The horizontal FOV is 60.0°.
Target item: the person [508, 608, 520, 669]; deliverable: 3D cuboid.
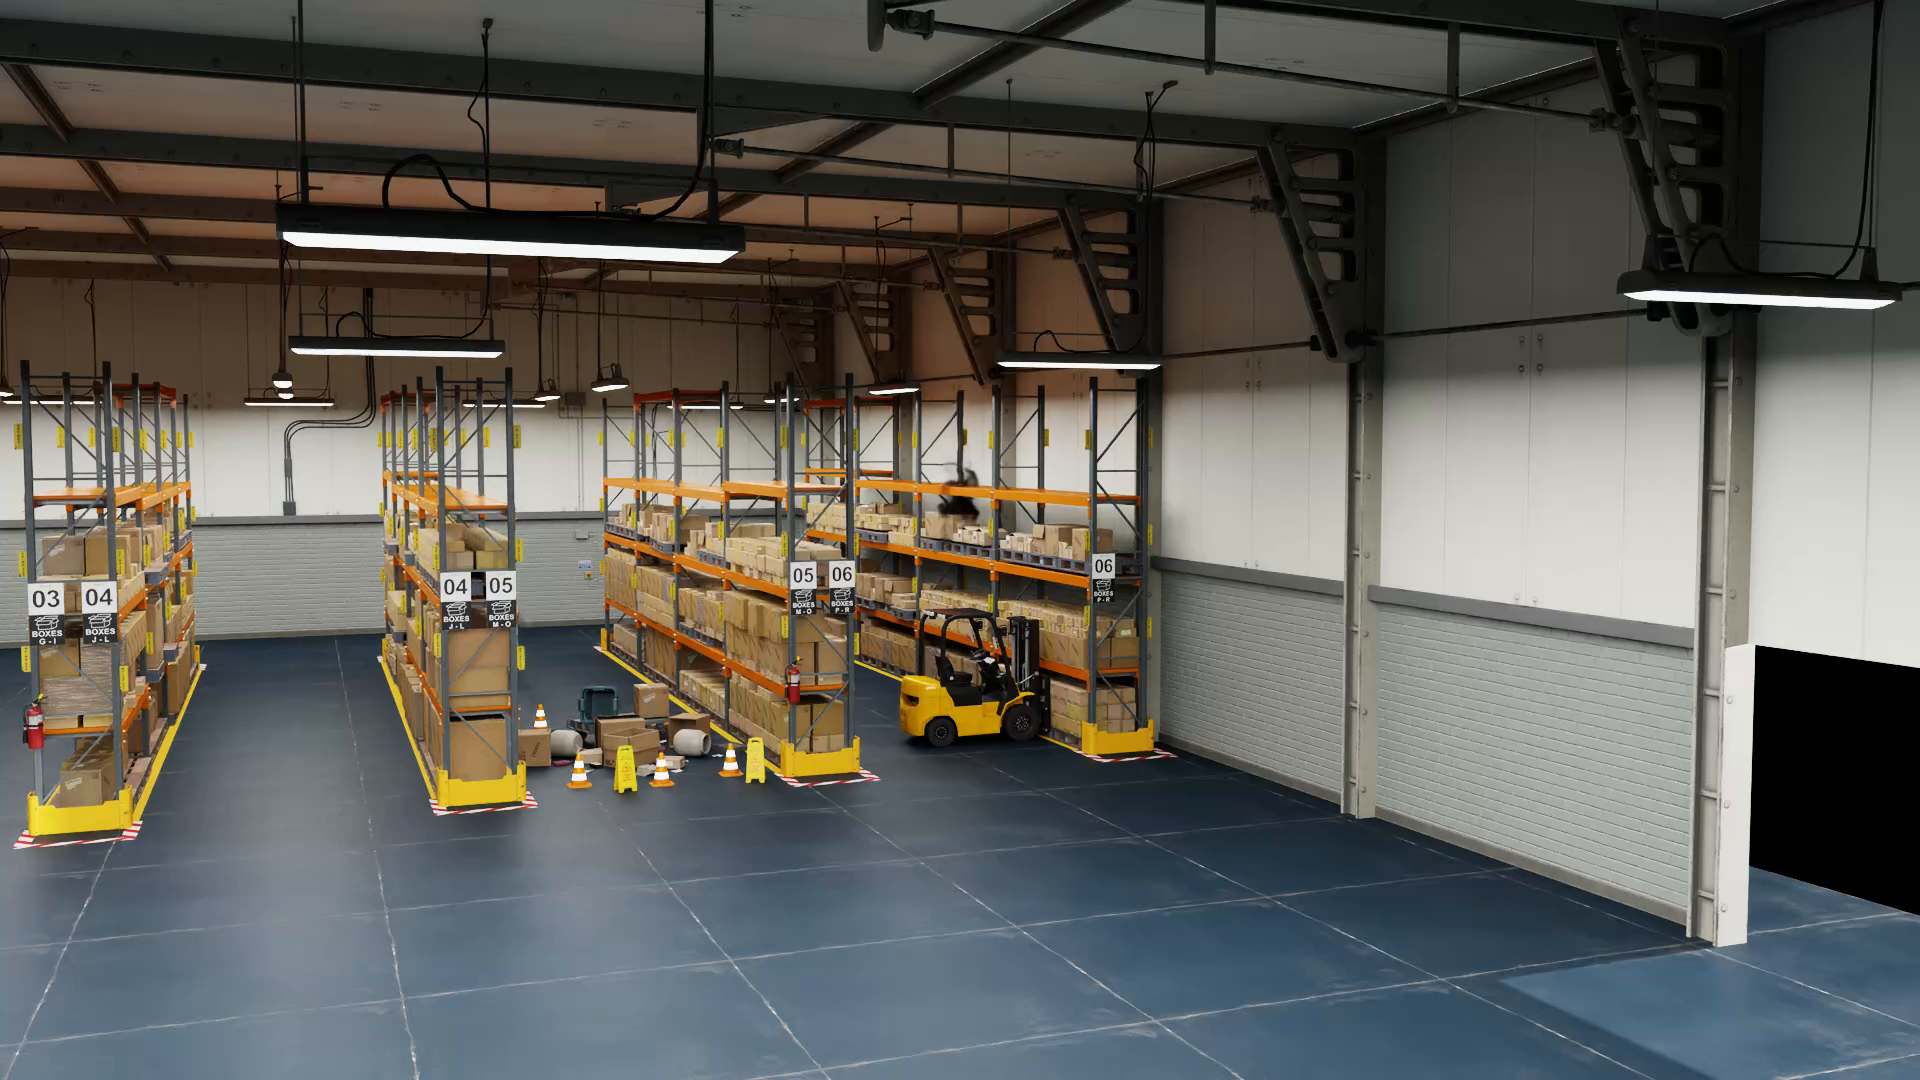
[{"bbox_3d":[-9.973,1.932,36.221,0.649,1.735,0.693,-2,4,-28],"label":"person"}]
